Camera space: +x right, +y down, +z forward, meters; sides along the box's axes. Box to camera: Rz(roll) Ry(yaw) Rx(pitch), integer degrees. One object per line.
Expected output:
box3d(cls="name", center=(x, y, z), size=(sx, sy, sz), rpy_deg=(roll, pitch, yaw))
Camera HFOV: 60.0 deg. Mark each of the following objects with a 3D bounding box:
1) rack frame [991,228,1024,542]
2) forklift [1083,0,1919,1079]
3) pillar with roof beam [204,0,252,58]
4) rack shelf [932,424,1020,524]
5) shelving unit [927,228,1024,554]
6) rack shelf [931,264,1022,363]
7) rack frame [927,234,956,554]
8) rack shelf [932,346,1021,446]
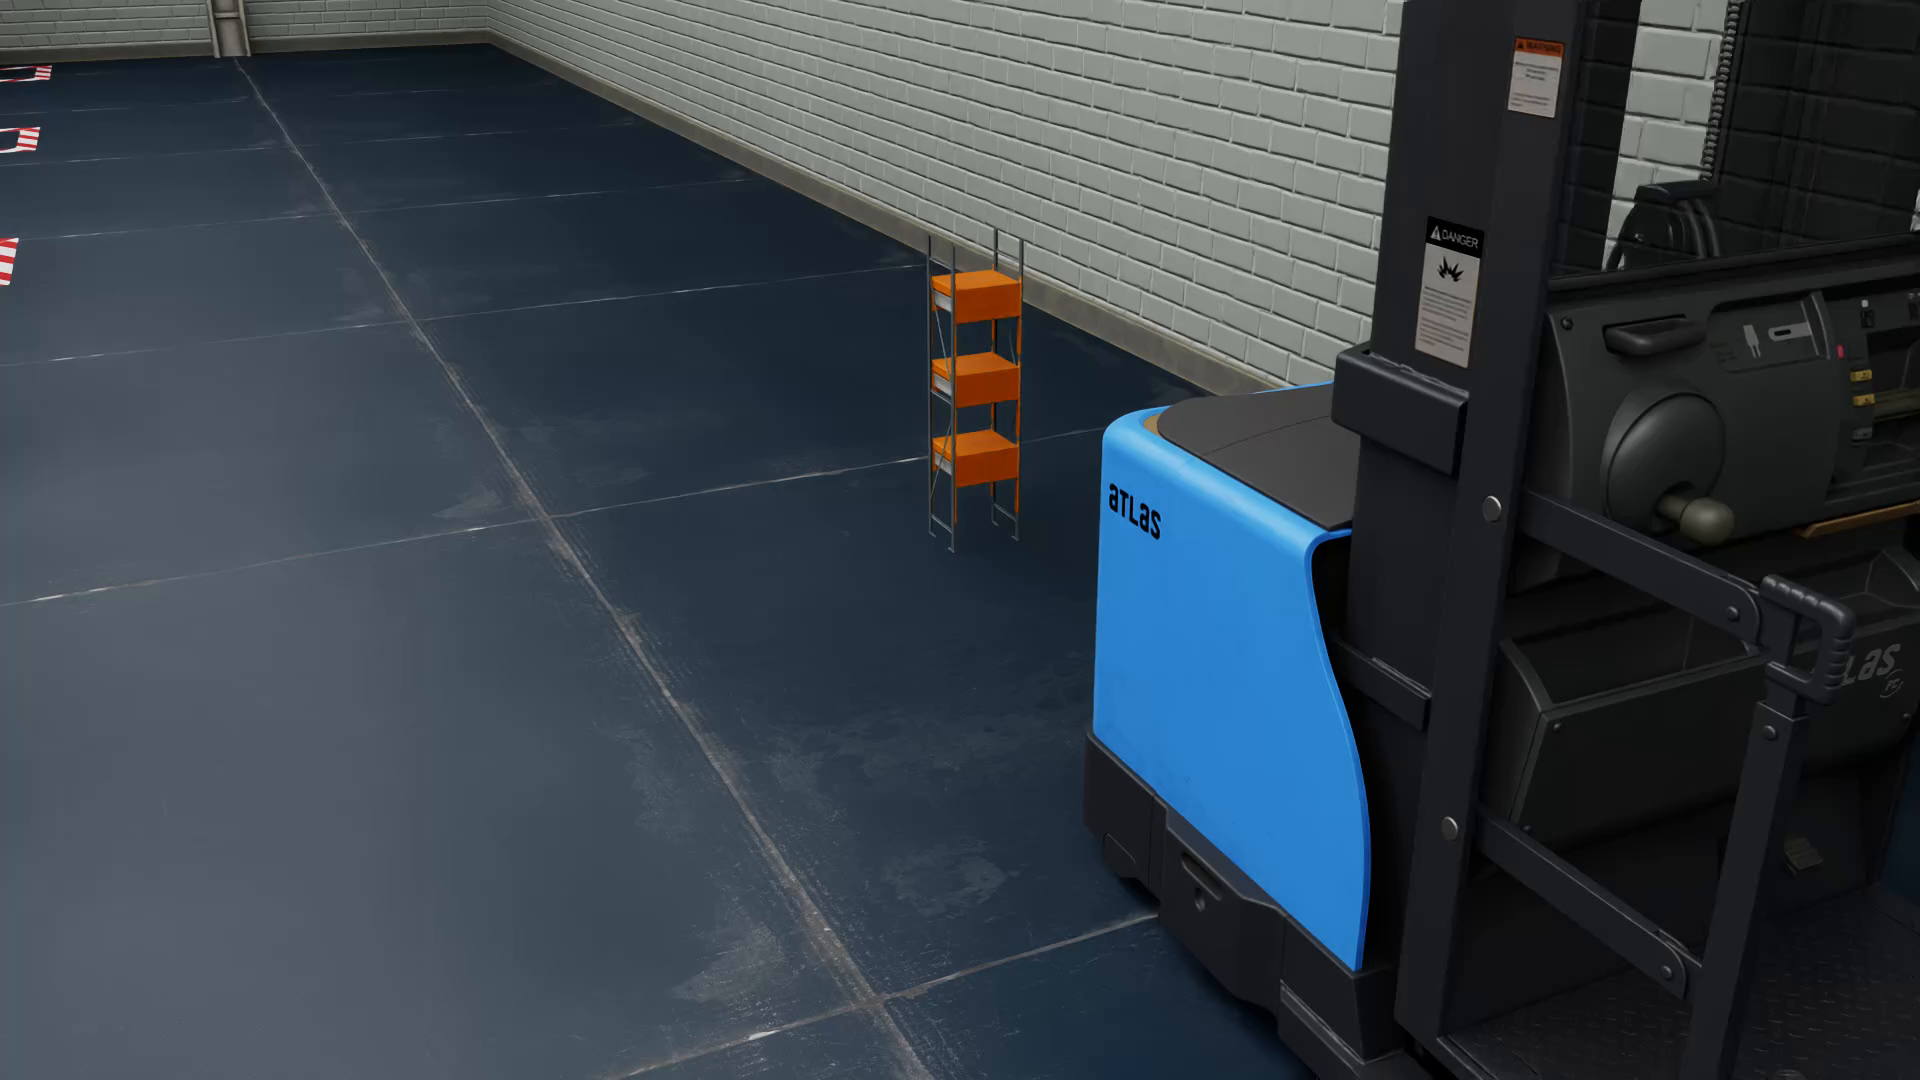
box3d(cls="rack frame", center=(0.158, -0.514, 5.620), size=(0.008, 1.050, 0.200), rpy_deg=(-10, 25, -24))
box3d(cls="forklift", center=(1.374, -0.204, 2.411), size=(1.130, 2.935, 3.031), rpy_deg=(-10, 25, -23))
box3d(cls="pillar with roof beam", center=(-6.628, -8.332, 14.113), size=(0.400, 9.000, 9.100), rpy_deg=(-10, 25, -24))
box3d(cls="rack shelf", center=(0.048, -0.227, 5.681), size=(0.240, 0.259, 0.215), rpy_deg=(-10, 25, -24))
box3d(cls="shelving unit", center=(0.048, -0.494, 5.571), size=(0.252, 1.050, 0.215), rpy_deg=(-10, 25, -24))
box3d(cls="rack shelf", center=(0.048, -0.746, 5.466), size=(0.240, 0.259, 0.215), rpy_deg=(-10, 25, -24))
box3d(cls="rack frame", center=(-0.062, -0.474, 5.522), size=(0.008, 1.050, 0.200), rpy_deg=(-10, 25, -24))
box3d(cls="rack shelf", center=(0.048, -0.484, 5.575), size=(0.240, 0.259, 0.215), rpy_deg=(-10, 25, -24))
